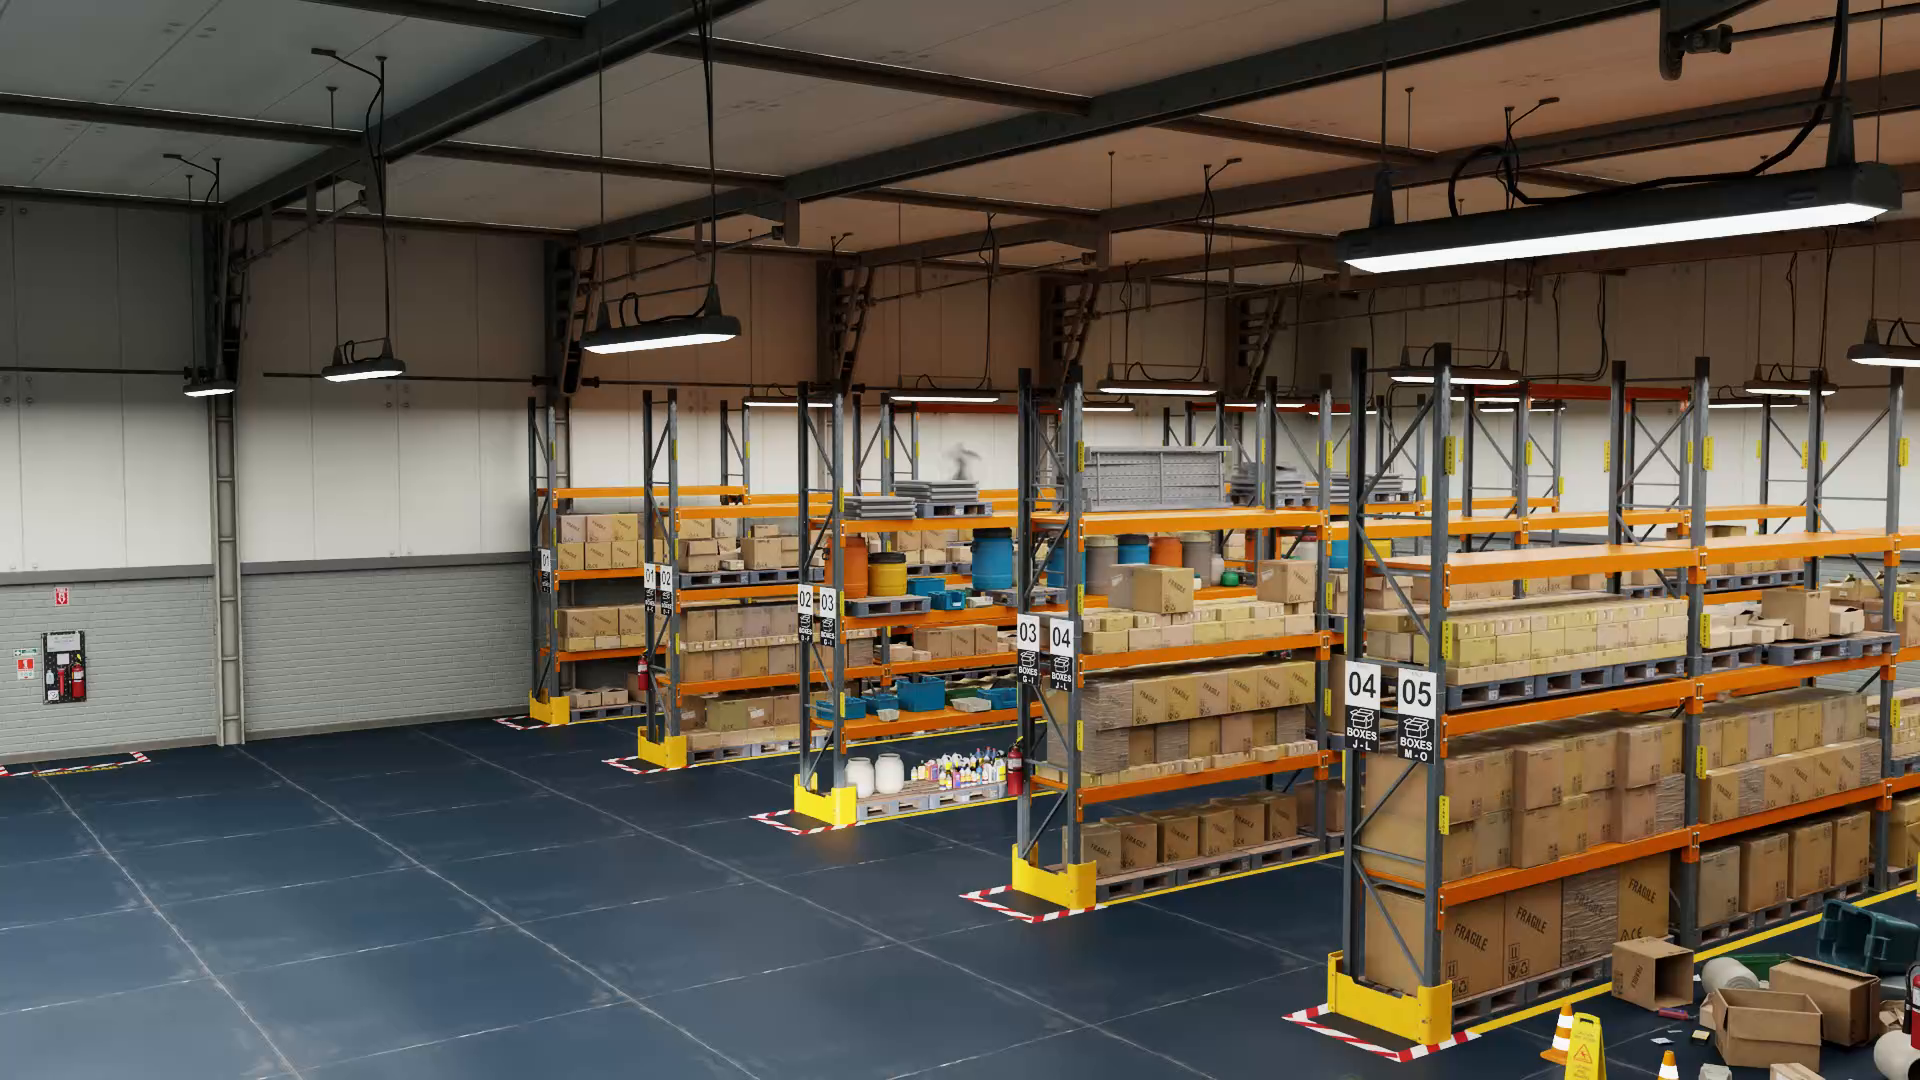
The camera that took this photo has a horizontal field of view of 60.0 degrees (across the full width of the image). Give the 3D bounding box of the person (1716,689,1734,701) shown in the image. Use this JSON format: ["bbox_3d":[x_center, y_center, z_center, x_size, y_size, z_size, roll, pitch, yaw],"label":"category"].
[{"bbox_3d":[10.743,2.900,23.497,0.602,1.740,0.650,-3,5,-41],"label":"person"}]
